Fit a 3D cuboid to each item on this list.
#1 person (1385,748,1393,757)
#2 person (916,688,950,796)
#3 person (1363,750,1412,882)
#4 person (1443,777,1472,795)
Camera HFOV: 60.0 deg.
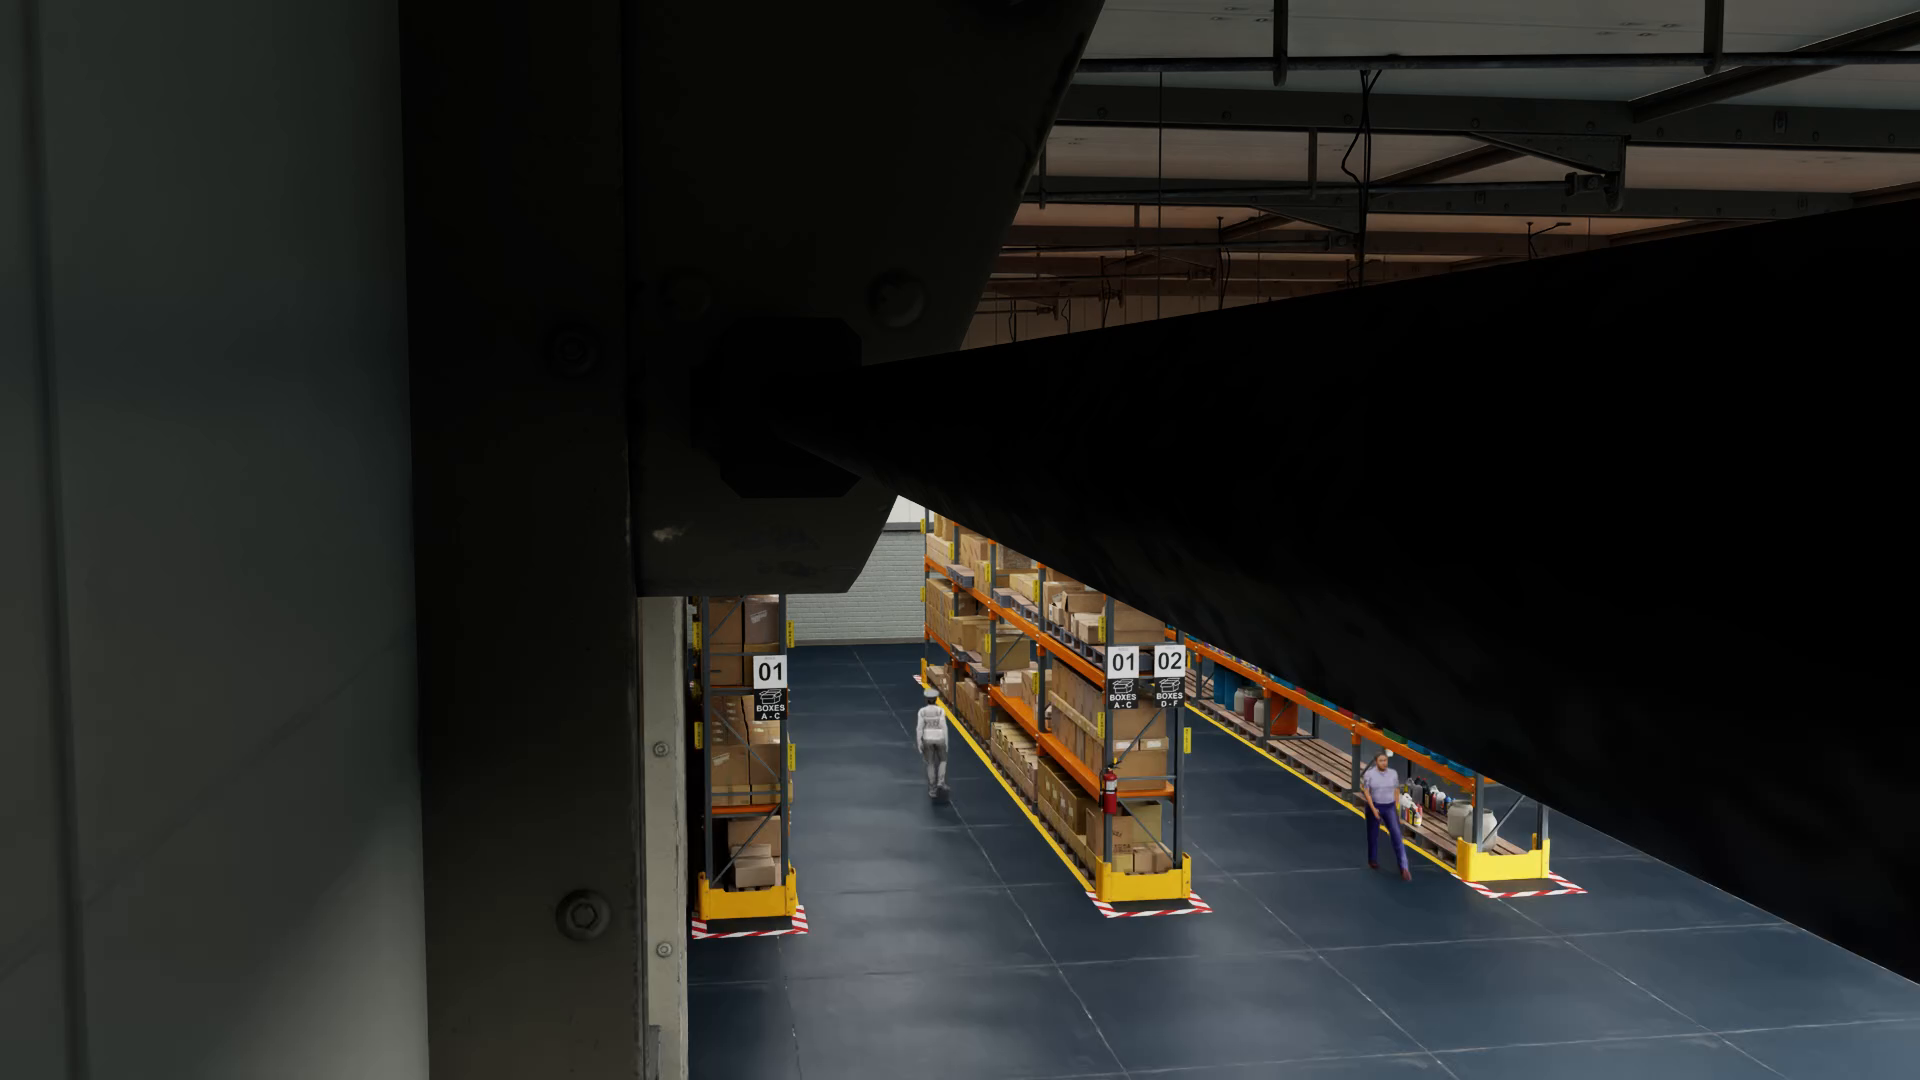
[{"bbox_3d":[7.626,2.884,29.318,0.651,1.828,0.658,0,5,5],"label":"person"},{"bbox_3d":[-0.425,3.185,26.174,0.526,1.677,0.462,0,5,0],"label":"person"},{"bbox_3d":[5.634,3.597,21.934,0.623,1.637,0.768,1,5,11],"label":"person"},{"bbox_3d":[7.923,3.139,26.280,0.596,1.764,0.624,2,5,24],"label":"person"}]
